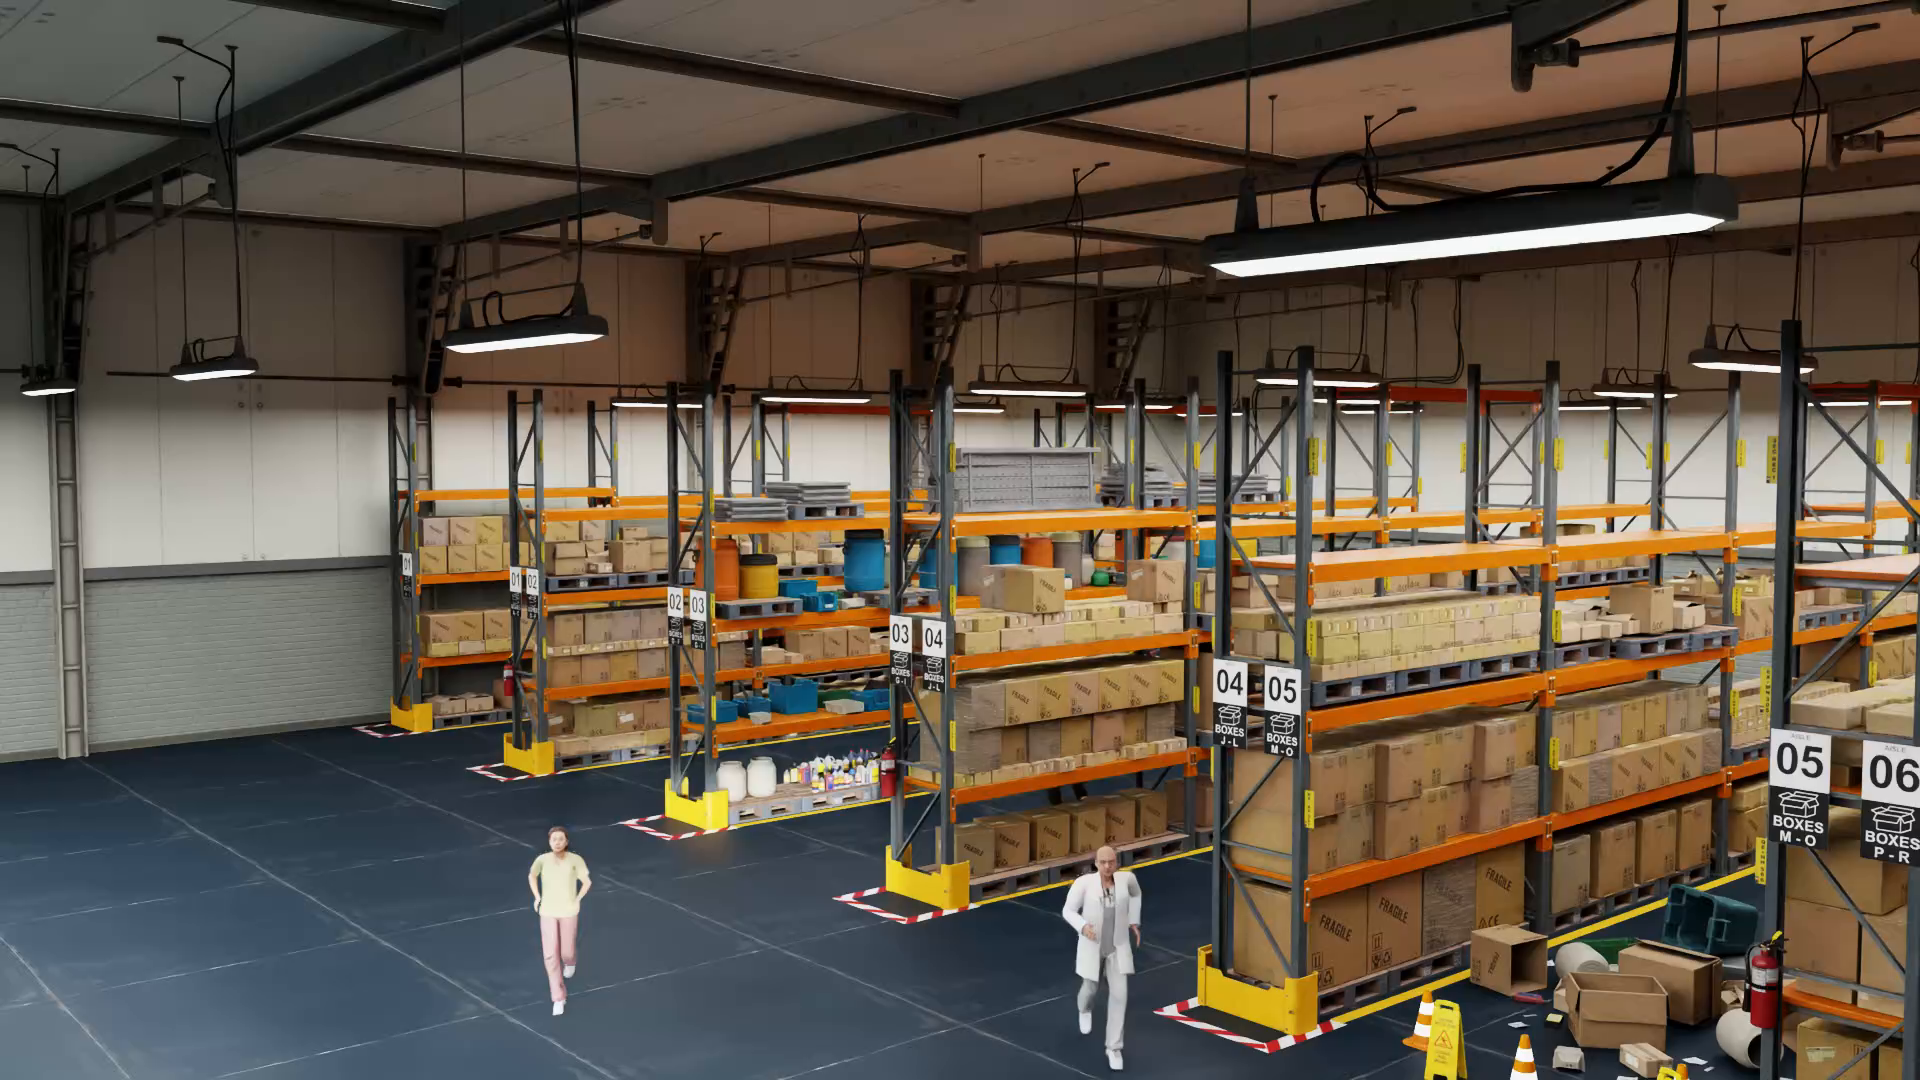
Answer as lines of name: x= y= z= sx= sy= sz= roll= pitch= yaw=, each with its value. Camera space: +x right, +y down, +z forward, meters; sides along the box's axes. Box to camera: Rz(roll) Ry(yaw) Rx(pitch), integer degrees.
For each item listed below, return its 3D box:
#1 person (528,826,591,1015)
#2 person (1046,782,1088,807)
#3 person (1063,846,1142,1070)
person: x=-3.699 y=3.464 z=15.359 sx=0.579 sy=1.640 sz=0.818 roll=0 pitch=3 yaw=-7
person: x=1.465 y=2.976 z=22.347 sx=0.667 sy=1.843 sz=0.822 roll=3 pitch=4 yaw=41
person: x=1.215 y=3.446 z=14.090 sx=0.704 sy=1.765 sz=1.071 roll=0 pitch=3 yaw=-3
